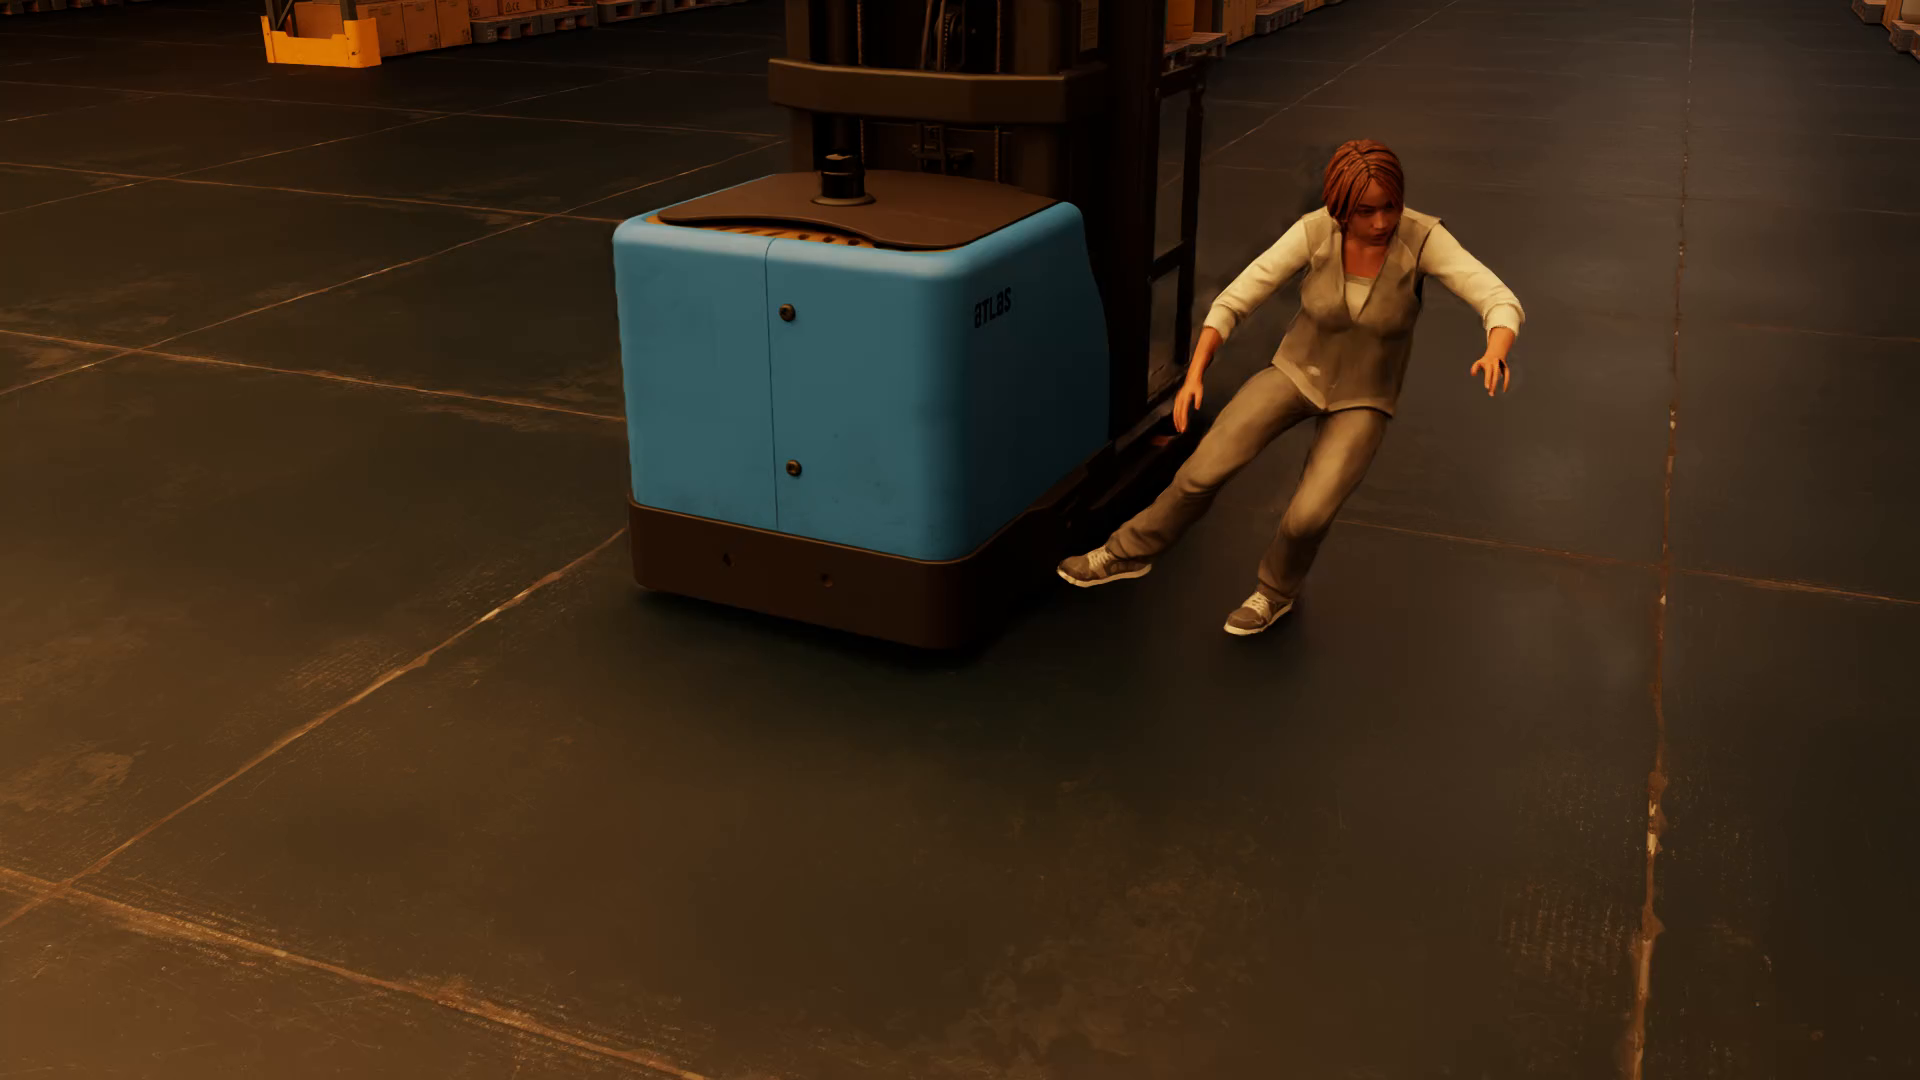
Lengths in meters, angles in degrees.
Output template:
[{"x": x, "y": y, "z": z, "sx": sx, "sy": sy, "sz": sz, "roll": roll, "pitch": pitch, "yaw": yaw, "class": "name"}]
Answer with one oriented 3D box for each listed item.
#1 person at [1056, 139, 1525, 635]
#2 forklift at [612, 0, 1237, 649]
[{"x": 0.774, "y": -0.318, "z": 4.137, "sx": 1.127, "sy": 1.355, "sz": 0.833, "roll": 7, "pitch": 24, "yaw": 15, "class": "person"}, {"x": 0.184, "y": -1.606, "z": 5.135, "sx": 1.130, "sy": 2.935, "sz": 3.031, "roll": 11, "pitch": 25, "yaw": 24, "class": "forklift"}]
